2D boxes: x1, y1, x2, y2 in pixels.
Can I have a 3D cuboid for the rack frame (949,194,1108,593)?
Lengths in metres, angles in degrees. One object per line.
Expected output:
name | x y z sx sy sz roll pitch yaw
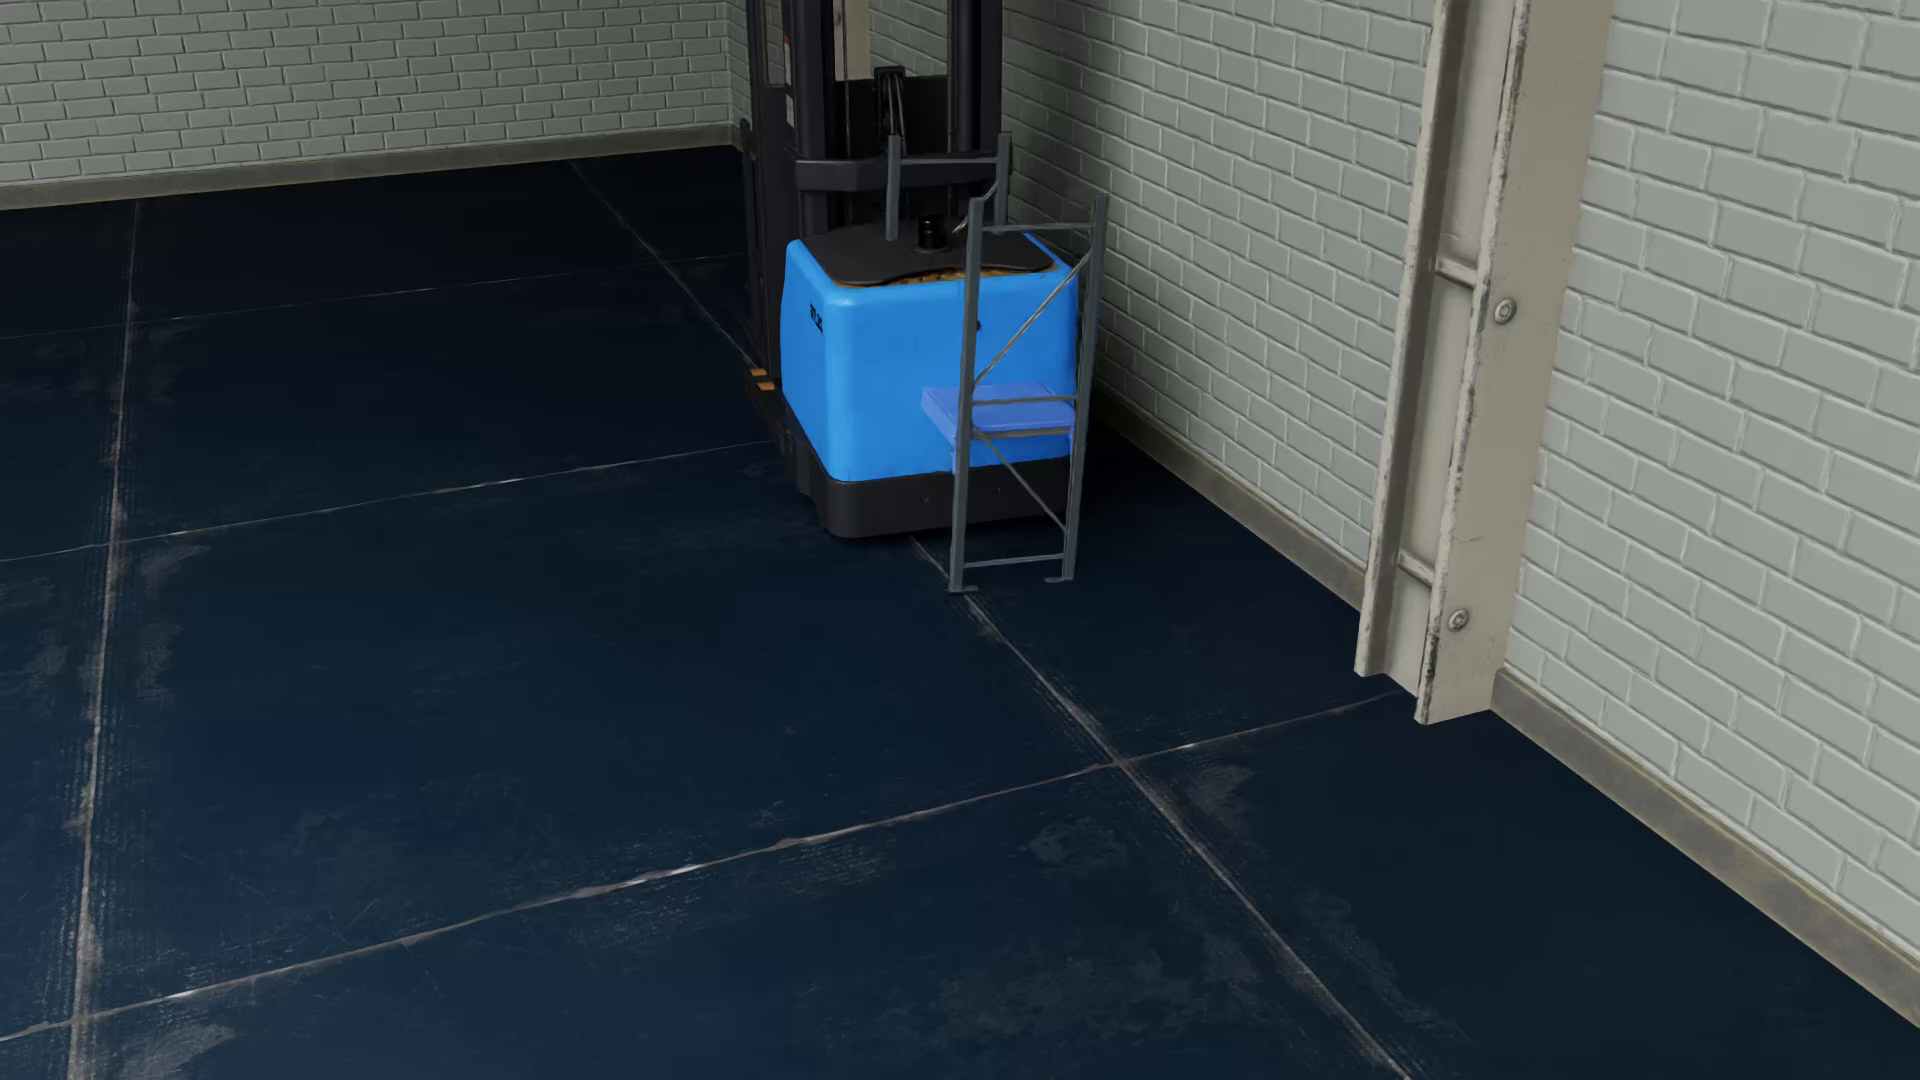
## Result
rack frame | 0.237 -0.505 6.053 0.500 1.500 0.032 -5 27 -17

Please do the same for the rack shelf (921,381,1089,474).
rack shelf | 0.071 -0.556 6.564 0.538 0.185 1.000 -5 27 -17

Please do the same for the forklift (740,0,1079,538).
forklift | -0.427 -1.950 7.403 1.130 2.935 3.031 -7 27 -15

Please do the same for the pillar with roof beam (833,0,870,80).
pillar with roof beam | -4.717 -5.219 7.183 9.100 9.000 0.400 -11 28 -21

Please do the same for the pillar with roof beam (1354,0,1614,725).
pillar with roof beam | -2.367 -2.797 2.222 9.100 9.000 0.400 -11 28 -21

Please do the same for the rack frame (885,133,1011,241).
rack frame | -0.076 -0.932 6.922 0.500 1.500 0.032 -5 27 -17

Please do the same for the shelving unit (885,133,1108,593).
shelving unit | 0.080 -0.718 6.488 0.538 1.500 1.048 -5 27 -17
